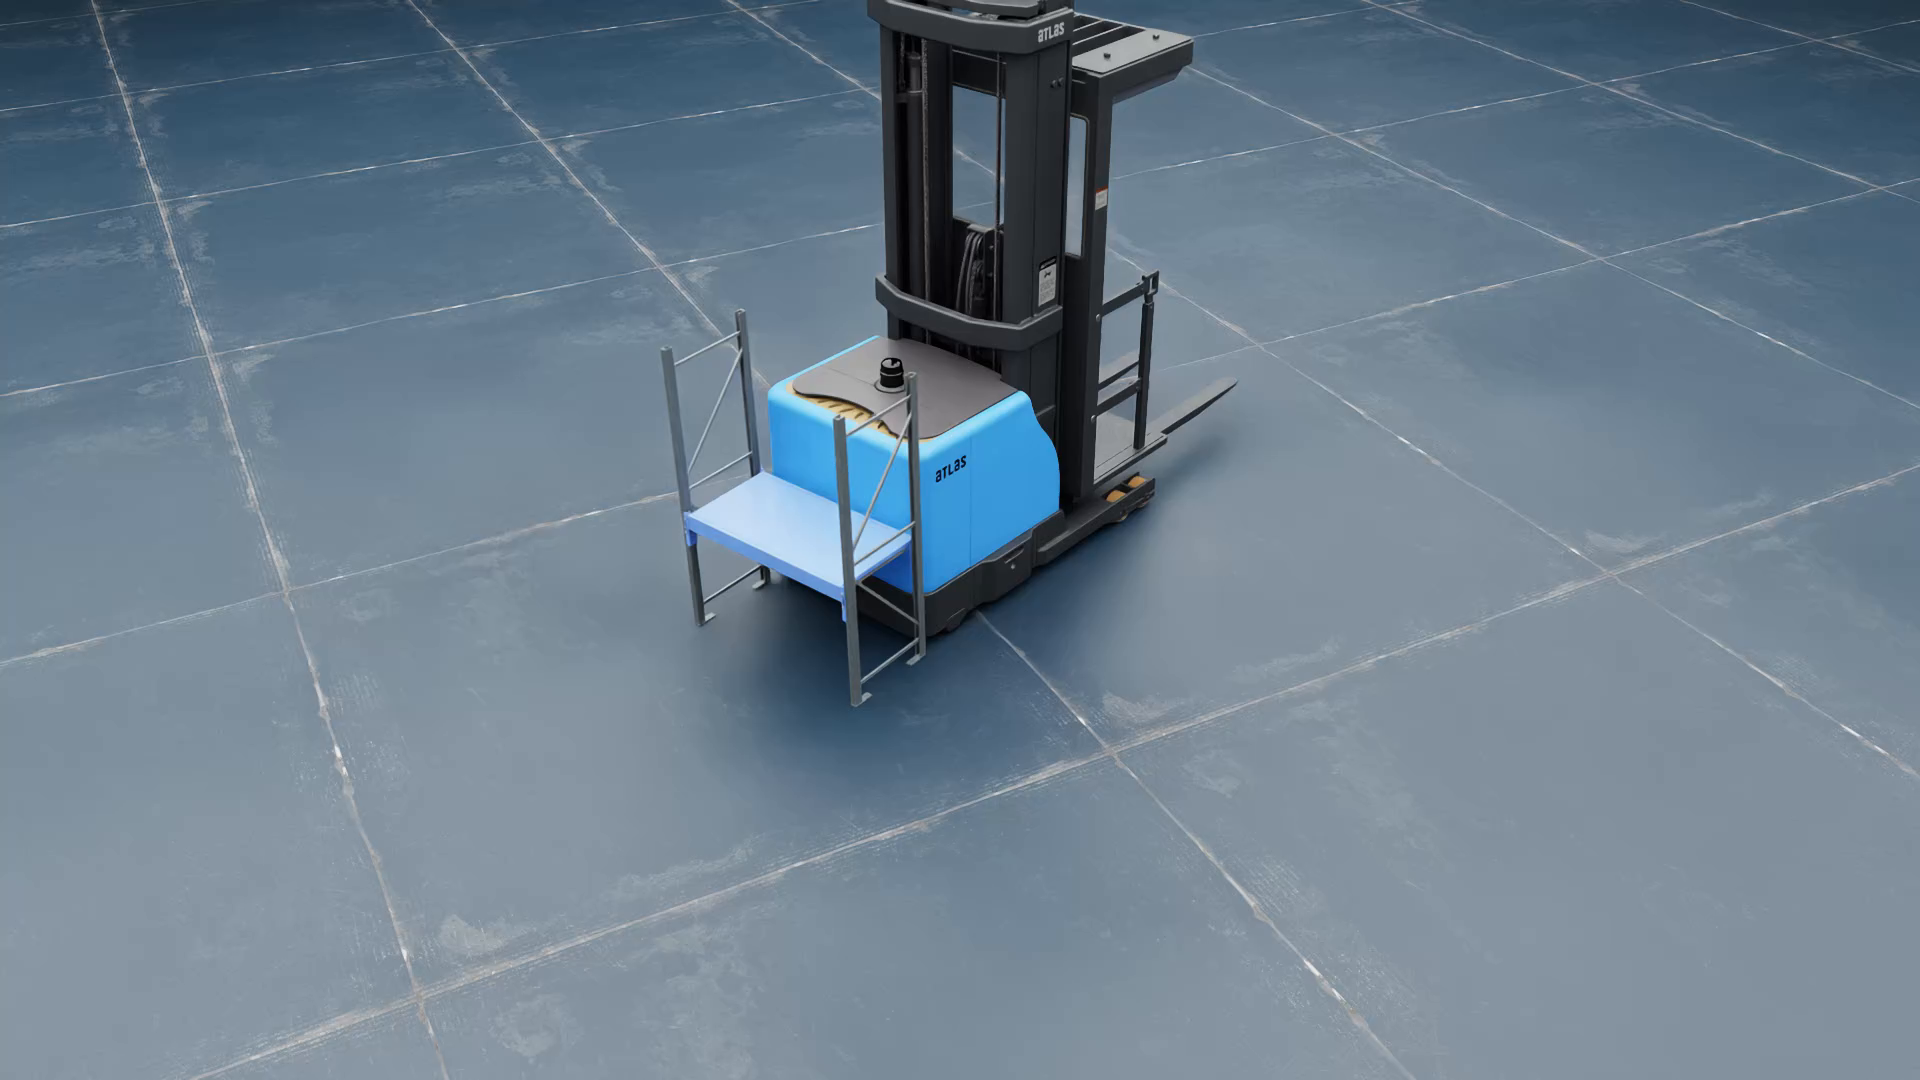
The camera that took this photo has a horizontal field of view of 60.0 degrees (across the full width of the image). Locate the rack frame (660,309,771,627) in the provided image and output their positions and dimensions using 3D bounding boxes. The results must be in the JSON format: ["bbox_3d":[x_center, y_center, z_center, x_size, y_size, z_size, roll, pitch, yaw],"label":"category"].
[{"bbox_3d":[-1.134,-0.318,7.845,0.032,1.500,0.500,23,41,32],"label":"rack frame"}]

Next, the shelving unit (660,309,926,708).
[{"bbox_3d":[-0.736,-0.147,7.578,1.048,1.500,0.538,23,41,32],"label":"shelving unit"}]

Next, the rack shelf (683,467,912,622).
[{"bbox_3d":[-0.734,0.003,7.678,1.000,0.185,0.538,23,41,32],"label":"rack shelf"}]

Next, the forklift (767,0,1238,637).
[{"bbox_3d":[0.406,-1.490,8.359,1.130,2.935,3.031,25,40,33],"label":"forklift"}]

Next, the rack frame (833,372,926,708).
[{"bbox_3d":[-0.339,0.024,7.311,0.032,1.500,0.500,23,41,32],"label":"rack frame"}]
